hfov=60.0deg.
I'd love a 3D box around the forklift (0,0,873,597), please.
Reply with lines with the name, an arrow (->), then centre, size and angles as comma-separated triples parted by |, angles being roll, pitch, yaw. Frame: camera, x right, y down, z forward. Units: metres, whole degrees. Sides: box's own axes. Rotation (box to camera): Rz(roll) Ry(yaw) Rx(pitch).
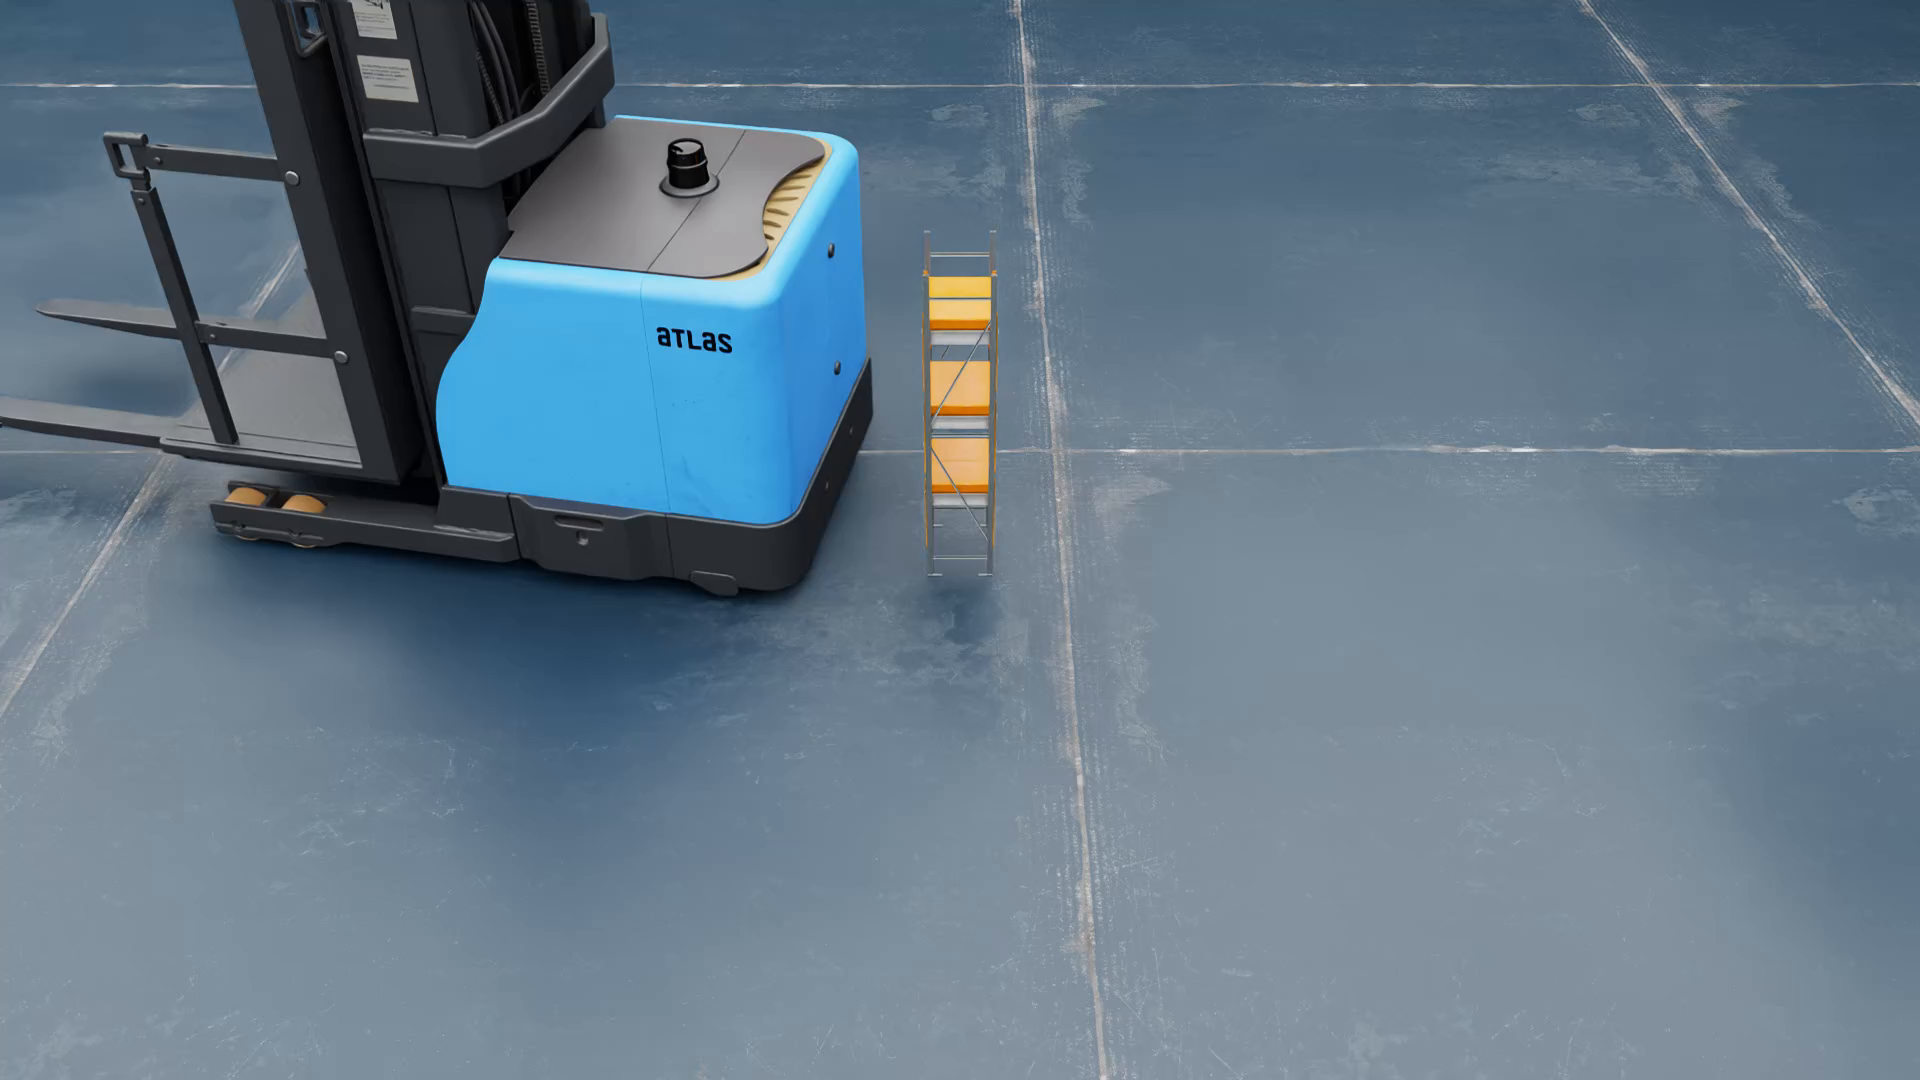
forklift -> -1.866, -1.434, 4.695 | 3.031, 2.935, 1.130 | 7, 39, 9

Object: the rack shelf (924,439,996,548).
rack shelf -> 0.000, -0.151, 5.060 | 0.215, 0.259, 0.240 | 0, 39, 0

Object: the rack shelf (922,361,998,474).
rack shelf -> 0.000, -0.368, 4.887 | 0.215, 0.259, 0.240 | 0, 39, 0

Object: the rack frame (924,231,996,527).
rack frame -> 0.000, -0.453, 4.975 | 0.200, 1.050, 0.008 | 0, 39, 0

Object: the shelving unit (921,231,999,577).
shelving unit -> 0.000, -0.376, 4.880 | 0.215, 1.050, 0.252 | 0, 39, 0

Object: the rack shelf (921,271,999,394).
rack shelf -> 0.000, -0.589, 4.709 | 0.215, 0.259, 0.240 | 0, 39, 0

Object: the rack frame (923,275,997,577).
rack frame -> 0.000, -0.300, 4.785 | 0.200, 1.050, 0.008 | 0, 39, 0
